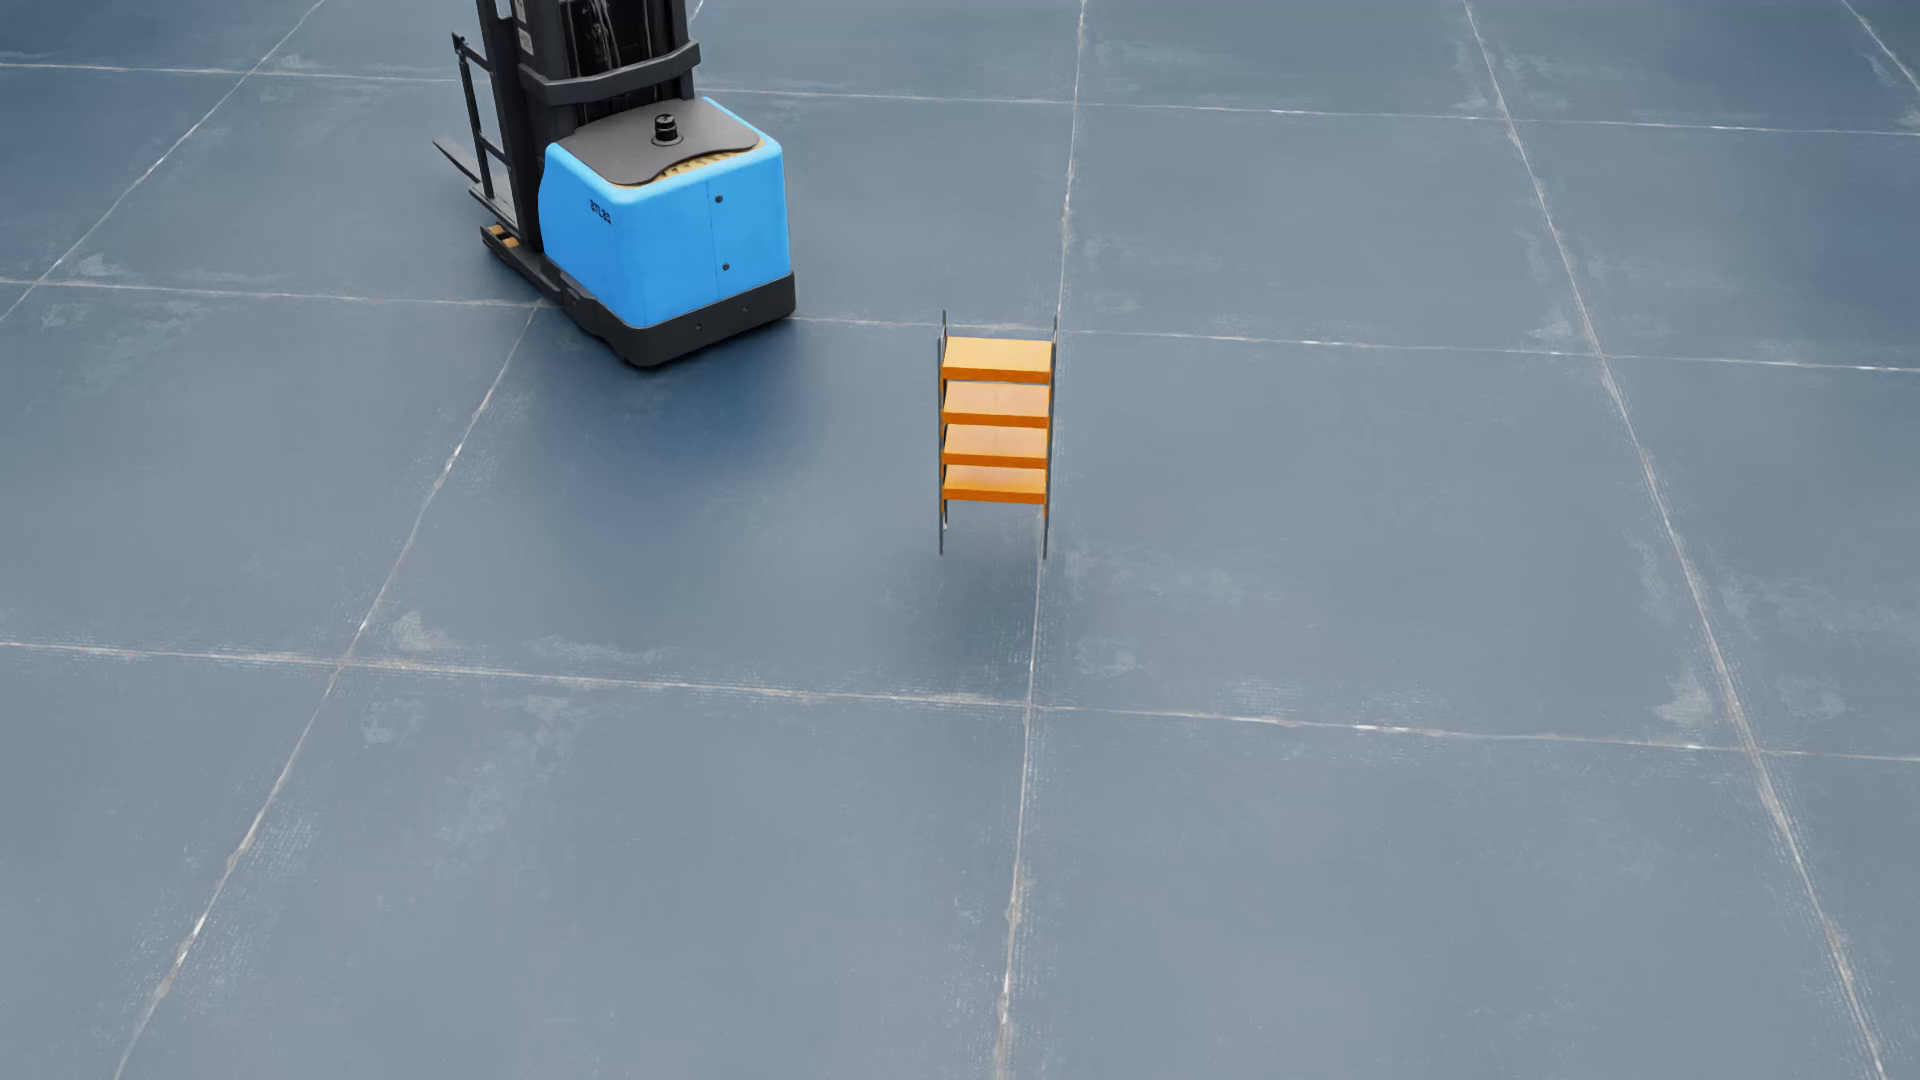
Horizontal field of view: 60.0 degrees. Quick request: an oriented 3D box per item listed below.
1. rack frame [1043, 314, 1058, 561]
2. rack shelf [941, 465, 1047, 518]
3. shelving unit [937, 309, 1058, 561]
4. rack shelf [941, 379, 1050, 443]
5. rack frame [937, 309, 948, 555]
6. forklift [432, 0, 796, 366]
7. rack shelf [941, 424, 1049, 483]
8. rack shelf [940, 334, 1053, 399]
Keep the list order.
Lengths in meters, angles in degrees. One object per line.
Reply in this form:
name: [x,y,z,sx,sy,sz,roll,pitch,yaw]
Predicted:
rack frame: [0.408,-0.443,7.514,0.015,1.200,0.240,3,39,4]
rack shelf: [0.165,-0.250,7.698,0.480,0.148,0.258,3,39,4]
shelving unit: [0.165,-0.456,7.531,0.503,1.200,0.258,3,39,4]
rack shelf: [0.165,-0.578,7.432,0.480,0.148,0.258,3,39,4]
rack frame: [-0.078,-0.470,7.547,0.015,1.200,0.240,3,39,4]
forklift: [-2.229,-2.946,9.218,1.130,2.935,3.031,-26,46,-28]
rack shelf: [0.165,-0.404,7.573,0.480,0.148,0.258,3,39,4]
rack shelf: [0.165,-0.761,7.283,0.480,0.148,0.258,3,39,4]
